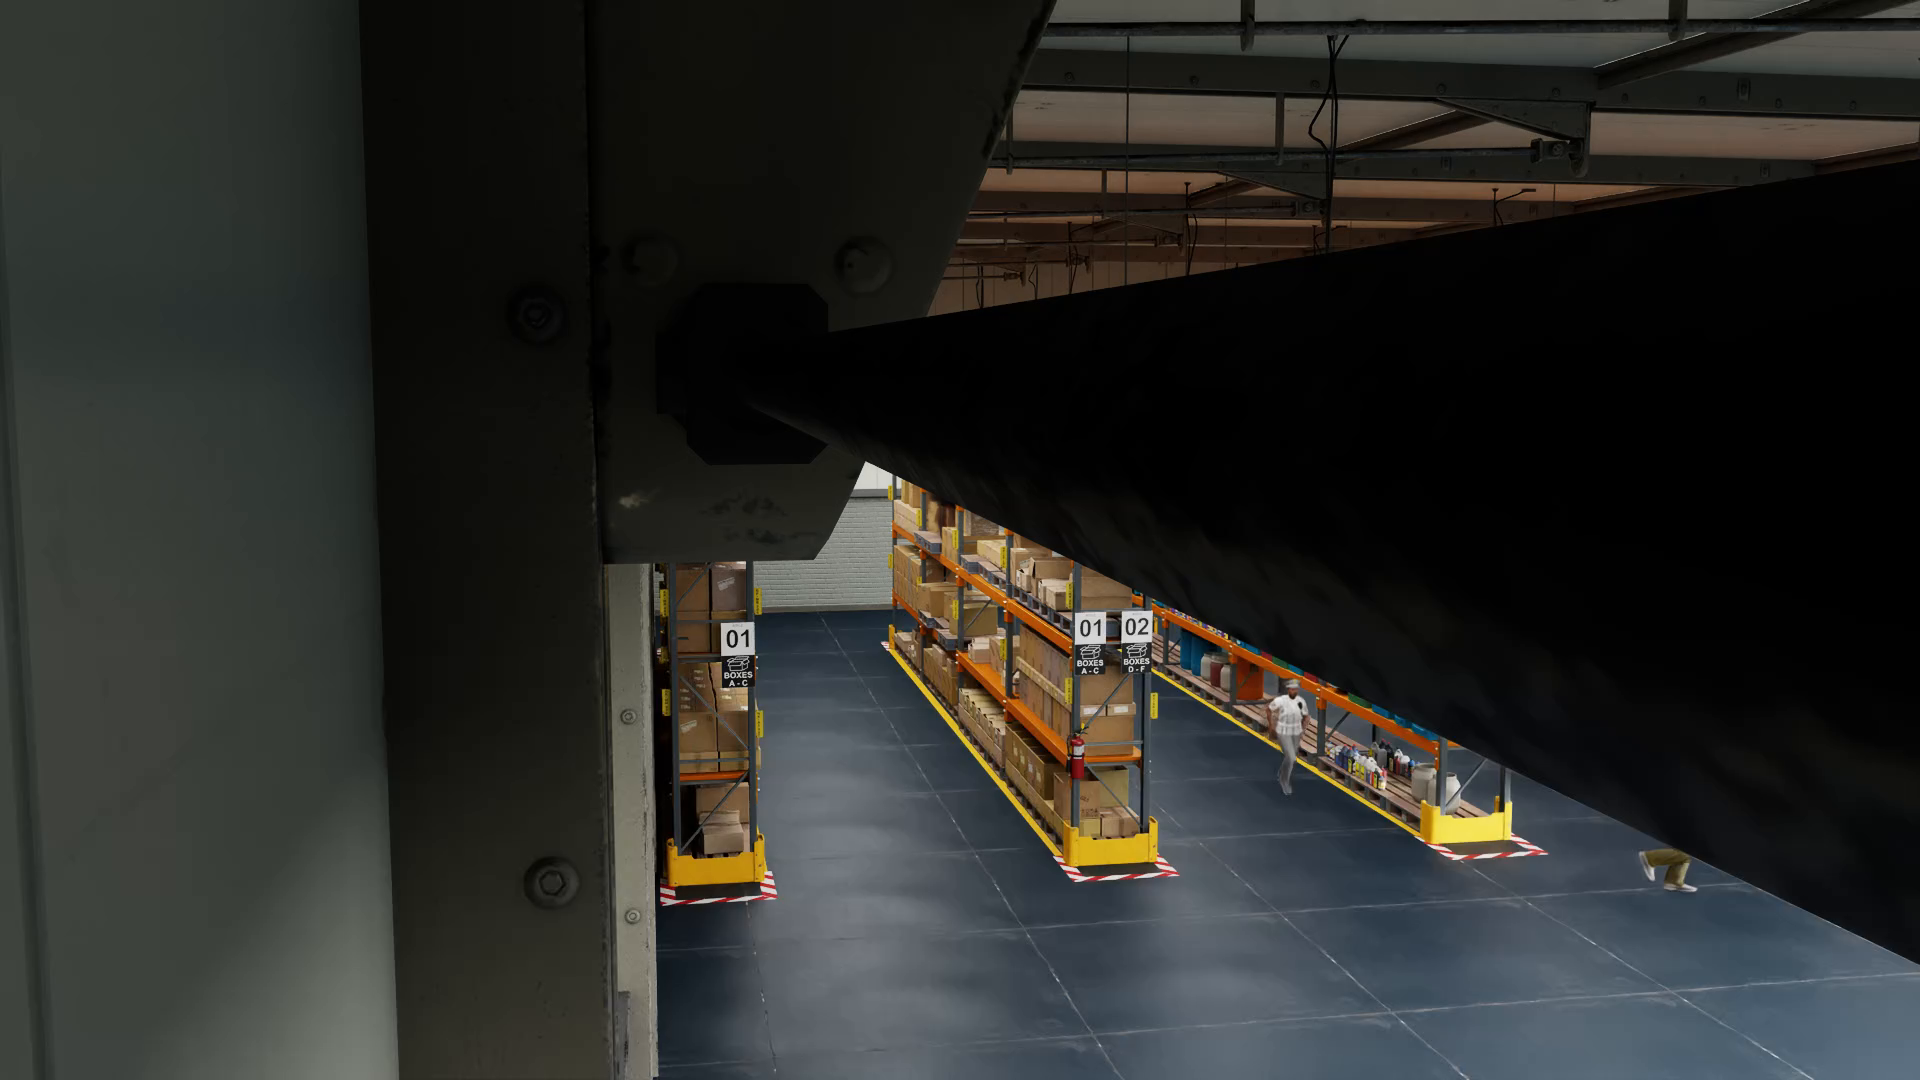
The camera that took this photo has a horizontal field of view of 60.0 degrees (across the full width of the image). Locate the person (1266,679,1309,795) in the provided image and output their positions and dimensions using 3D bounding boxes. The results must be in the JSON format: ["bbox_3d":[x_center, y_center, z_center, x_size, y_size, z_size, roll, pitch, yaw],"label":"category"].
[{"bbox_3d":[4.828,2.871,24.344,0.536,1.726,0.788,-2,6,-17],"label":"person"}]

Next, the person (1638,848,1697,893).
[{"bbox_3d":[8.463,3.334,19.829,0.666,1.736,0.714,2,7,21],"label":"person"}]
